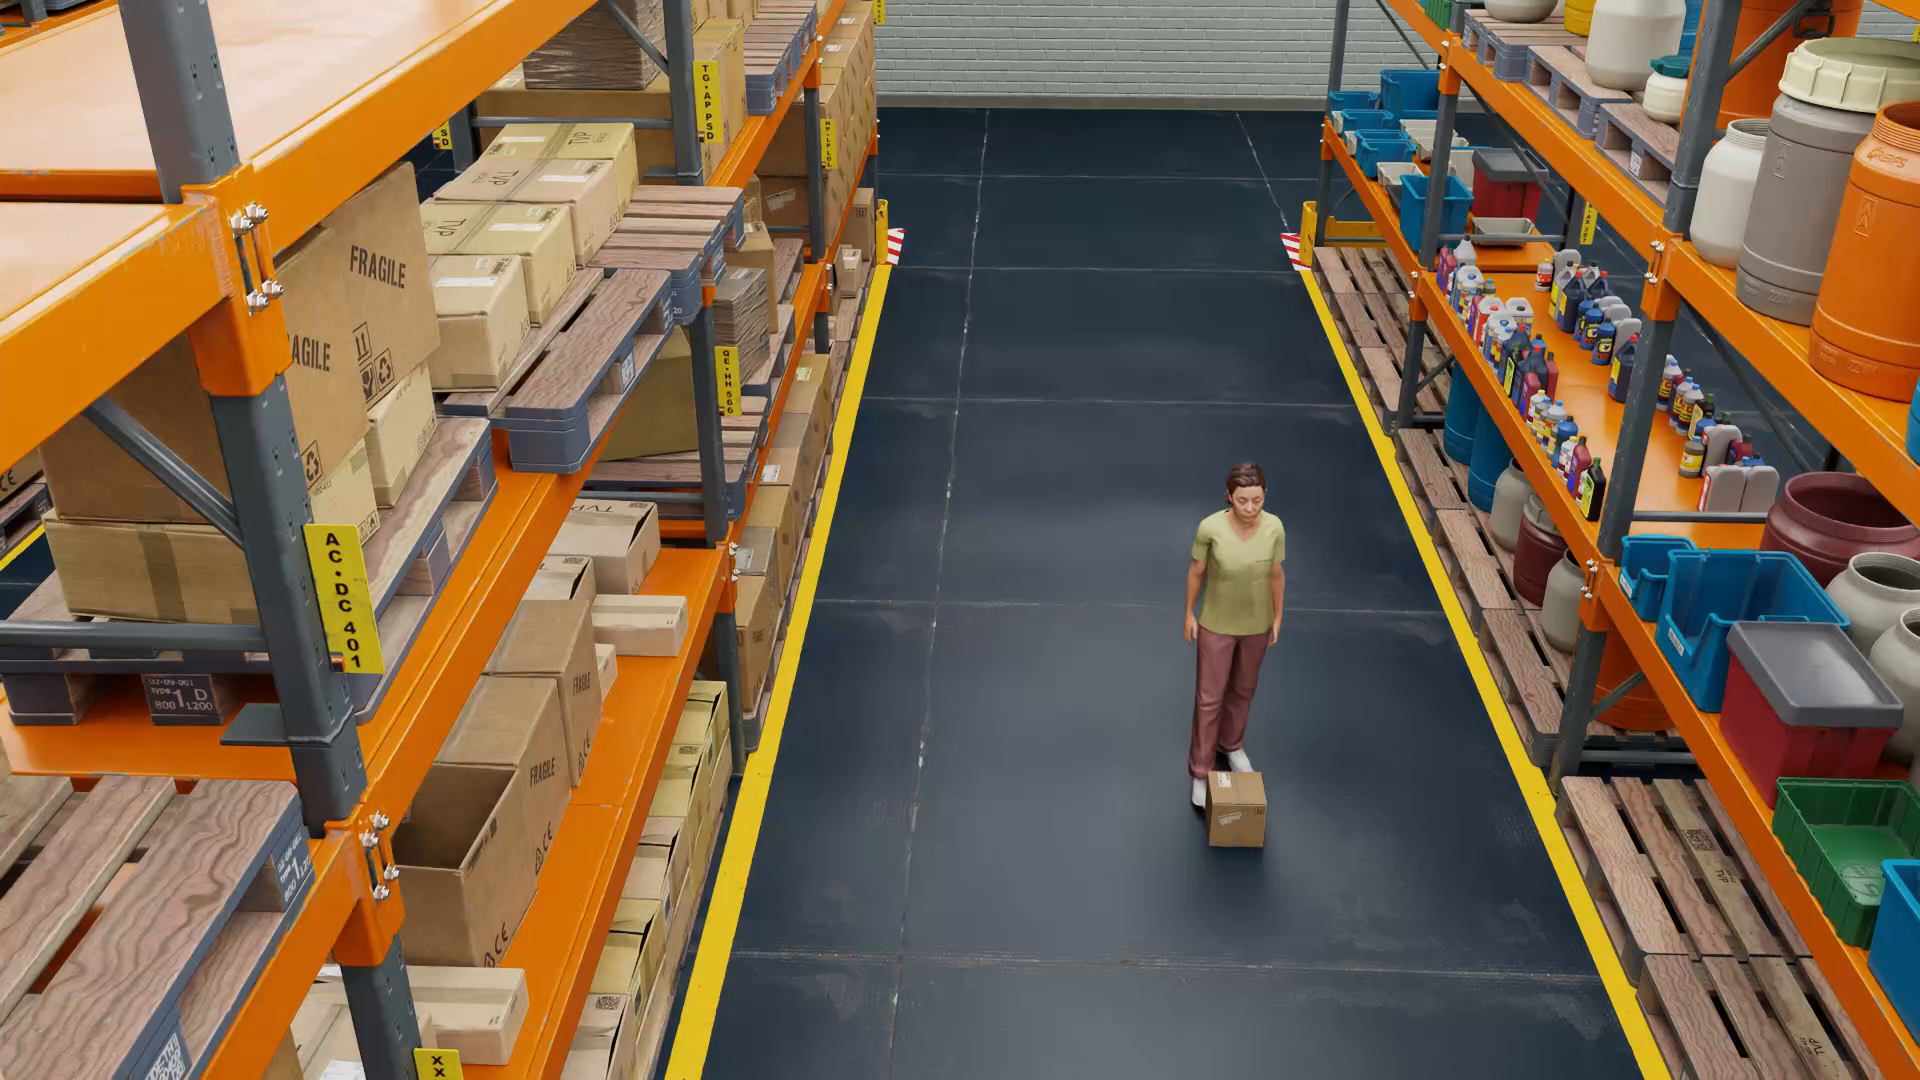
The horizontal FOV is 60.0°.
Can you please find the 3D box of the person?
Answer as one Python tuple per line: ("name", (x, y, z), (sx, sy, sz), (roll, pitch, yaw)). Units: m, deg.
("person", (1.303, 0.422, 7.811), (0.460, 1.674, 0.545), (-2, 28, -4))
